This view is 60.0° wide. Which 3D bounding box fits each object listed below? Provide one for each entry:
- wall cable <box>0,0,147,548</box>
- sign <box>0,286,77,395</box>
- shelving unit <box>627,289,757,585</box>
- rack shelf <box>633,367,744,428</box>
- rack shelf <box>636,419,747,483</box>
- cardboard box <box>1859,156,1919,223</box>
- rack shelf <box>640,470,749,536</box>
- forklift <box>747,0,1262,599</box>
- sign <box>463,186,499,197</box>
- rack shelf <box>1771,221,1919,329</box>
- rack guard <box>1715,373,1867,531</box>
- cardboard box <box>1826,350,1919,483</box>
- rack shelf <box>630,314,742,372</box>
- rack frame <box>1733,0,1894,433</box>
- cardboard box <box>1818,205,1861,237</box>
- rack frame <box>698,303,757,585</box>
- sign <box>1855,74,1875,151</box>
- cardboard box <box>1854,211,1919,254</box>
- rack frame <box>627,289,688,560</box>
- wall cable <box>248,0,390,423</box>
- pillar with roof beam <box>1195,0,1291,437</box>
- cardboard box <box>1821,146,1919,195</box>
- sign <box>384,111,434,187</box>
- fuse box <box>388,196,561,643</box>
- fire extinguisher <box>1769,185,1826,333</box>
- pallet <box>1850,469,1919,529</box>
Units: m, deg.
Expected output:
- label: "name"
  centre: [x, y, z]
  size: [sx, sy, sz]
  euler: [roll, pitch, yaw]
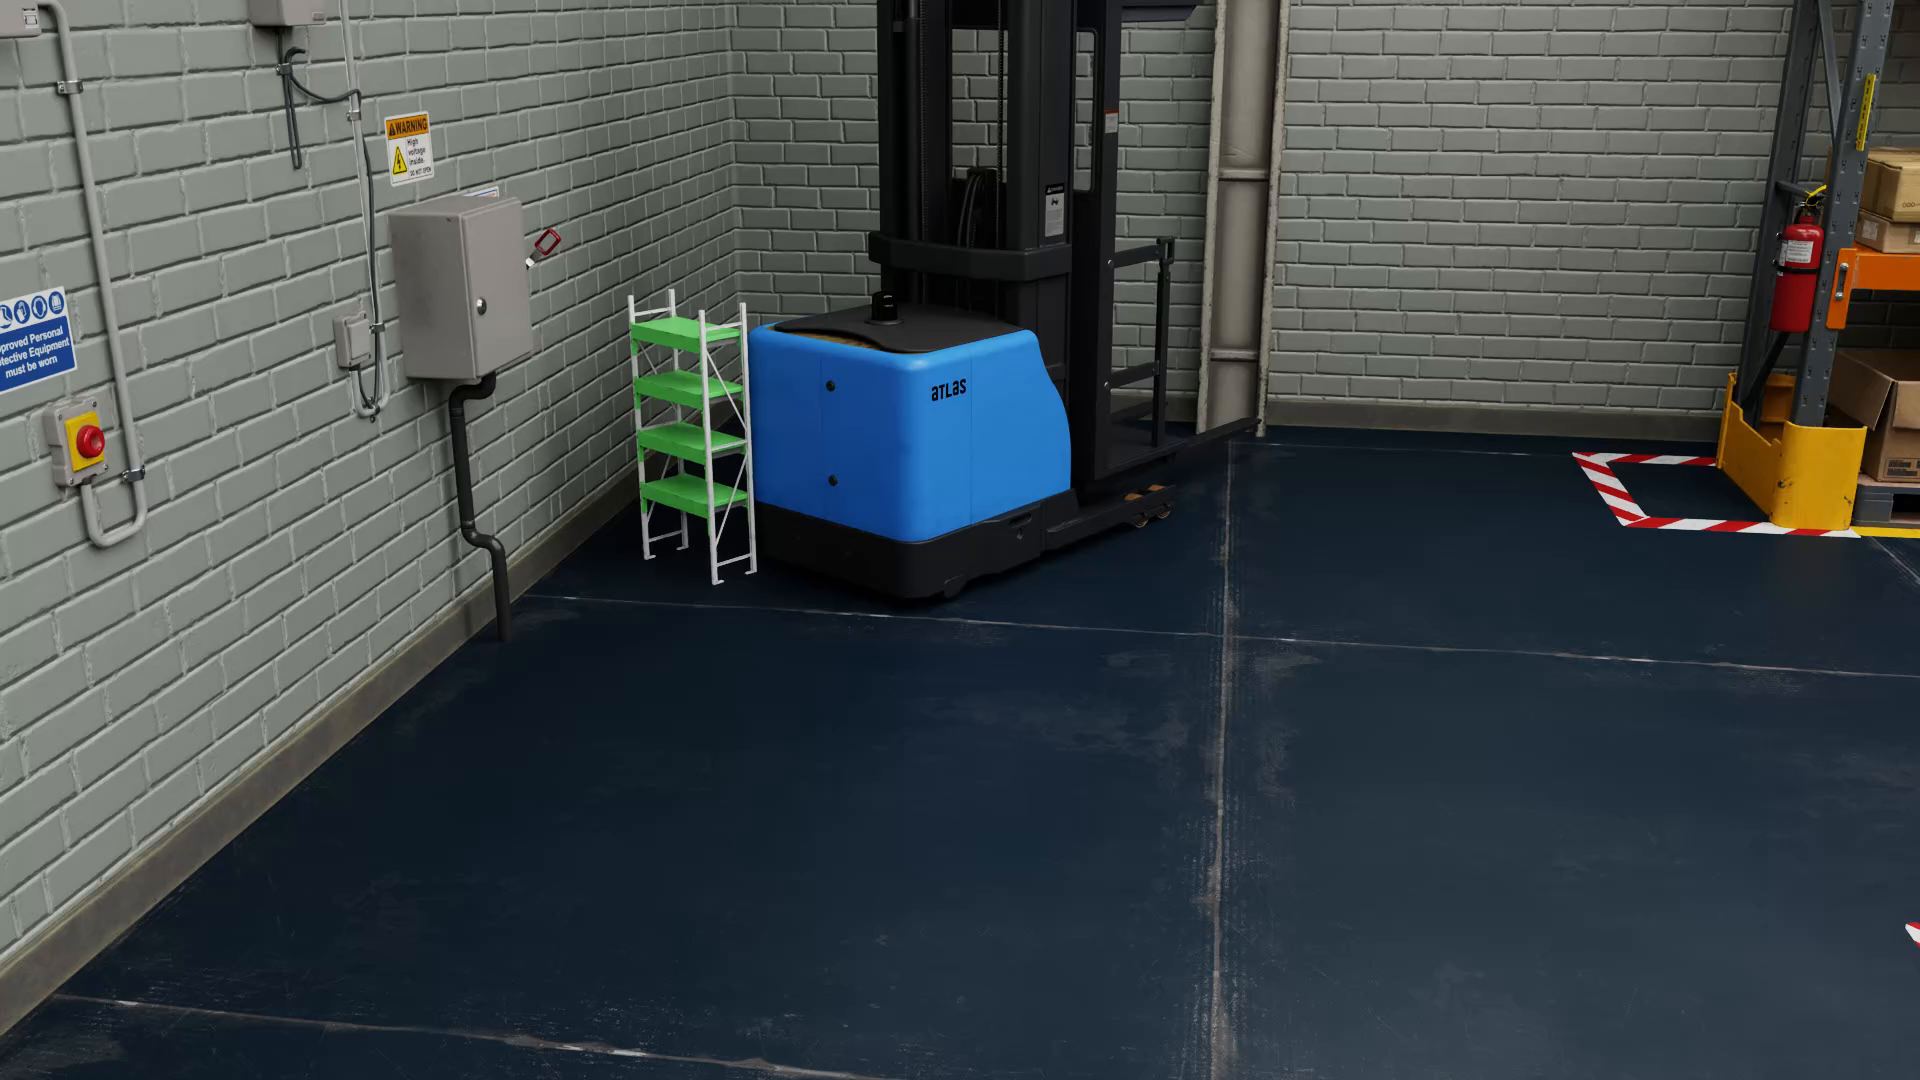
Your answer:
- label: "wall cable"
  centre: [-2.250, -0.876, 4.044]
  size: [0.123, 1.953, 0.585]
  euler: [3, 19, 9]
- label: "sign"
  centre: [-2.318, -0.496, 4.131]
  size: [0.001, 0.218, 0.327]
  euler: [3, 19, 9]
- label: "shelving unit"
  centre: [-1.168, -0.456, 7.274]
  size: [0.503, 1.200, 0.258]
  euler: [17, 25, 41]
- label: "rack shelf"
  centre: [-1.168, -0.623, 7.218]
  size: [0.480, 0.148, 0.258]
  euler: [17, 25, 41]
- label: "rack shelf"
  centre: [-1.168, -0.395, 7.294]
  size: [0.480, 0.148, 0.258]
  euler: [17, 25, 41]
- label: "cardboard box"
  centre: [4.510, -1.621, 7.688]
  size: [0.500, 0.250, 0.500]
  euler: [3, 19, 9]
- label: "rack shelf"
  centre: [-1.168, -0.167, 7.370]
  size: [0.480, 0.148, 0.258]
  euler: [17, 25, 41]
- label: "forklift"
  centre: [0.406, -1.540, 7.786]
  size: [1.130, 2.935, 3.031]
  euler: [15, 24, 38]
- label: "sign"
  centre: [-1.899, -1.150, 6.664]
  size: [0.001, 0.494, 0.329]
  euler: [3, 19, 9]
- label: "rack shelf"
  centre: [6.080, -1.217, 7.845]
  size: [4.000, 0.370, 1.077]
  euler: [3, 19, 9]
- label: "rack guard"
  centre: [4.180, -0.469, 8.417]
  size: [0.348, 0.500, 1.175]
  euler: [3, 19, 9]
- label: "cardboard box"
  centre: [4.694, -0.613, 8.181]
  size: [0.637, 0.503, 0.797]
  euler: [2, 19, 6]
- label: "rack shelf"
  centre: [-1.168, -0.850, 7.142]
  size: [0.480, 0.148, 0.258]
  euler: [17, 25, 41]
- label: "rack frame"
  centre: [4.105, -1.658, 8.032]
  size: [0.127, 3.000, 1.000]
  euler: [3, 19, 9]
- label: "cardboard box"
  centre: [4.475, -1.607, 8.273]
  size: [0.250, 0.149, 0.380]
  euler: [3, 19, 8]
- label: "rack frame"
  centre: [-0.990, -0.402, 7.115]
  size: [0.015, 1.200, 0.240]
  euler: [17, 25, 41]
- label: "sign"
  centre: [4.019, -1.899, 7.387]
  size: [0.005, 0.325, 0.100]
  euler: [3, 19, 9]
- label: "cardboard box"
  centre: [4.386, -1.437, 7.766]
  size: [0.250, 0.149, 0.380]
  euler: [3, 19, 8]
- label: "rack frame"
  centre: [-1.346, -0.509, 7.432]
  size: [0.015, 1.200, 0.240]
  euler: [17, 25, 41]
- label: "wall cable"
  centre: [-2.036, -1.306, 5.379]
  size: [0.122, 1.984, 0.588]
  euler: [3, 19, 9]
- label: "pillar with roof beam"
  centre: [0.903, -3.573, 4.299]
  size: [0.400, 9.000, 9.100]
  euler: [3, 19, 9]
- label: "cardboard box"
  centre: [4.601, -1.788, 8.188]
  size: [0.500, 0.250, 0.500]
  euler: [3, 19, 10]
- label: "sign"
  centre: [-1.986, -1.415, 6.004]
  size: [0.001, 0.242, 0.339]
  euler: [3, 19, 9]
- label: "fuse box"
  centre: [-1.772, -0.419, 6.360]
  size: [0.414, 1.711, 0.539]
  euler: [3, 19, 9]
- label: "fire extinguisher"
  centre: [3.886, -1.307, 7.693]
  size: [0.183, 0.674, 0.296]
  euler: [3, 19, 9]
- label: "pallet"
  centre: [4.967, -0.292, 8.344]
  size: [1.213, 0.211, 1.003]
  euler: [3, 19, 9]
